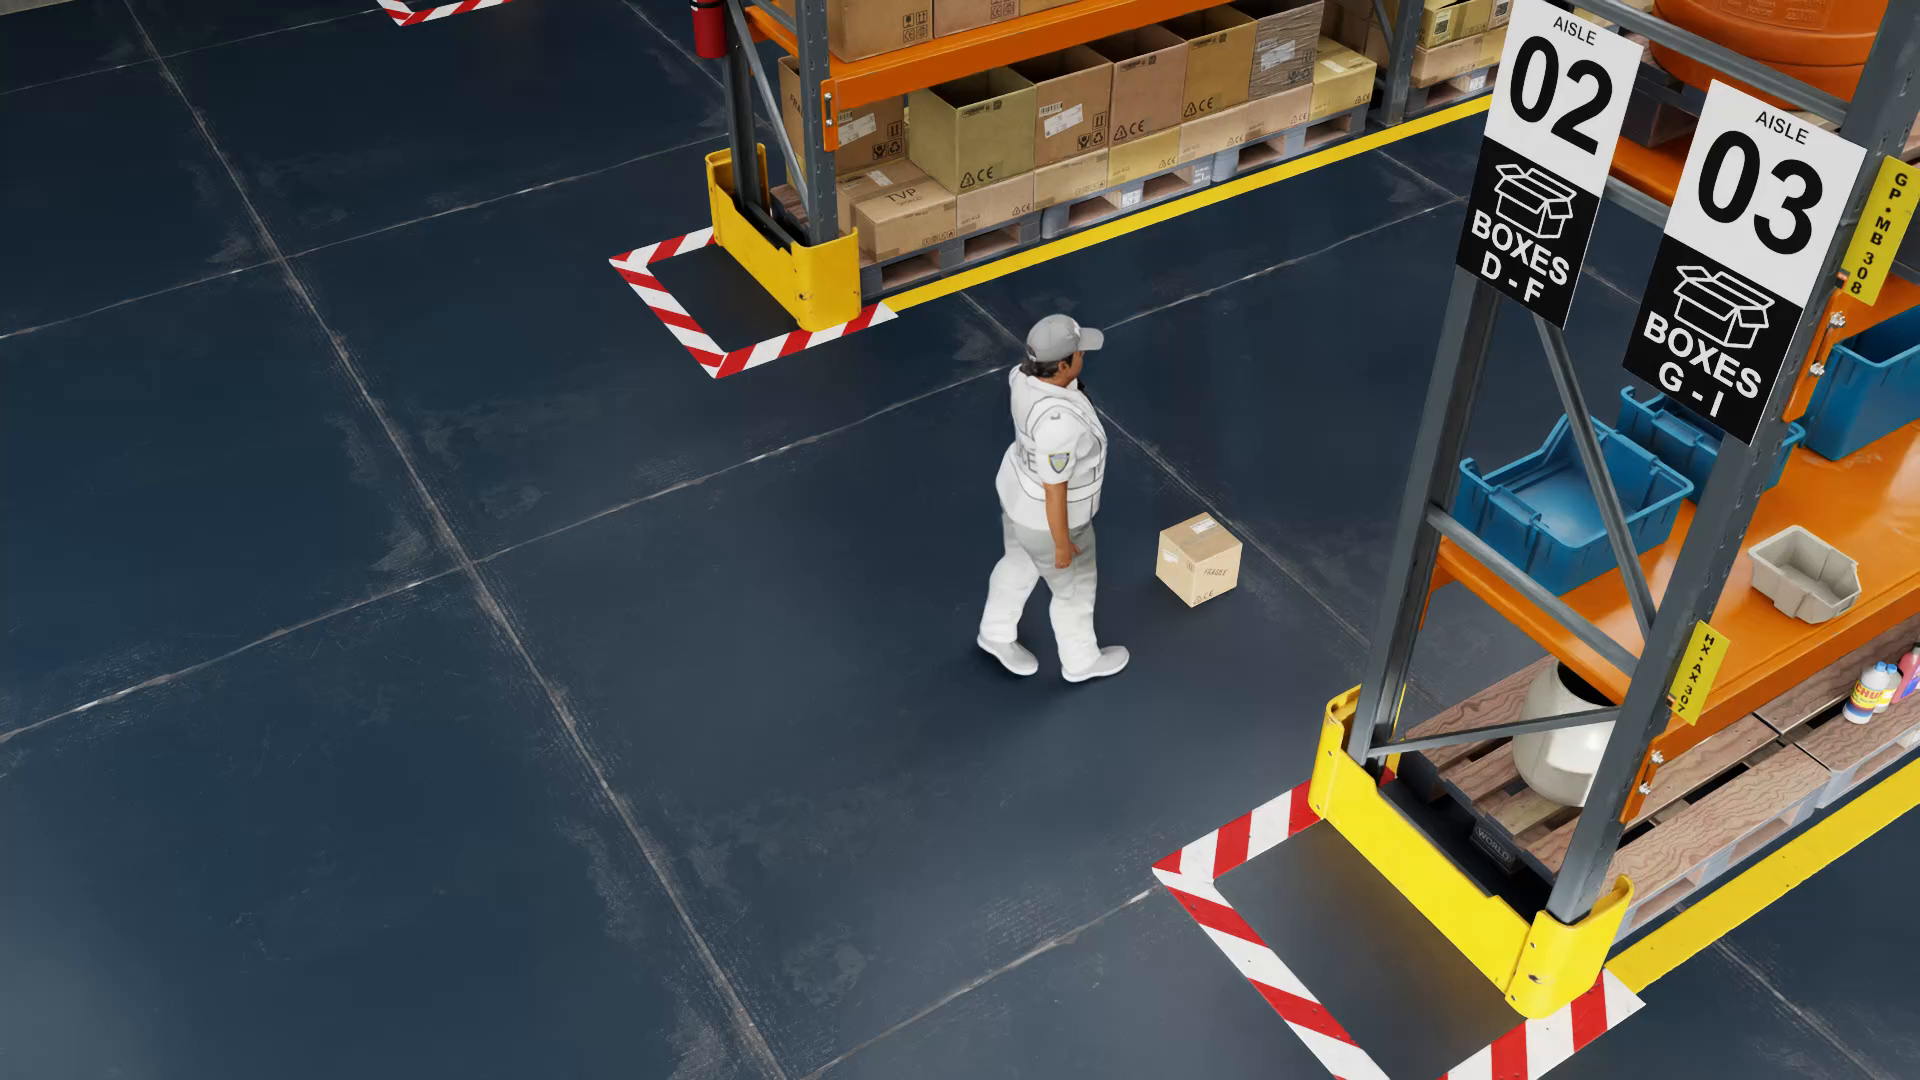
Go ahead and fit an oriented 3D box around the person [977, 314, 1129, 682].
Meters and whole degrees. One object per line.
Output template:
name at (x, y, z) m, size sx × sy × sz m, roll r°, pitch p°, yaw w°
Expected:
person at (0.393, -0.138, 6.308) m, size 0.586 × 1.659 × 0.484 m, roll -8°, pitch 42°, yaw -9°
